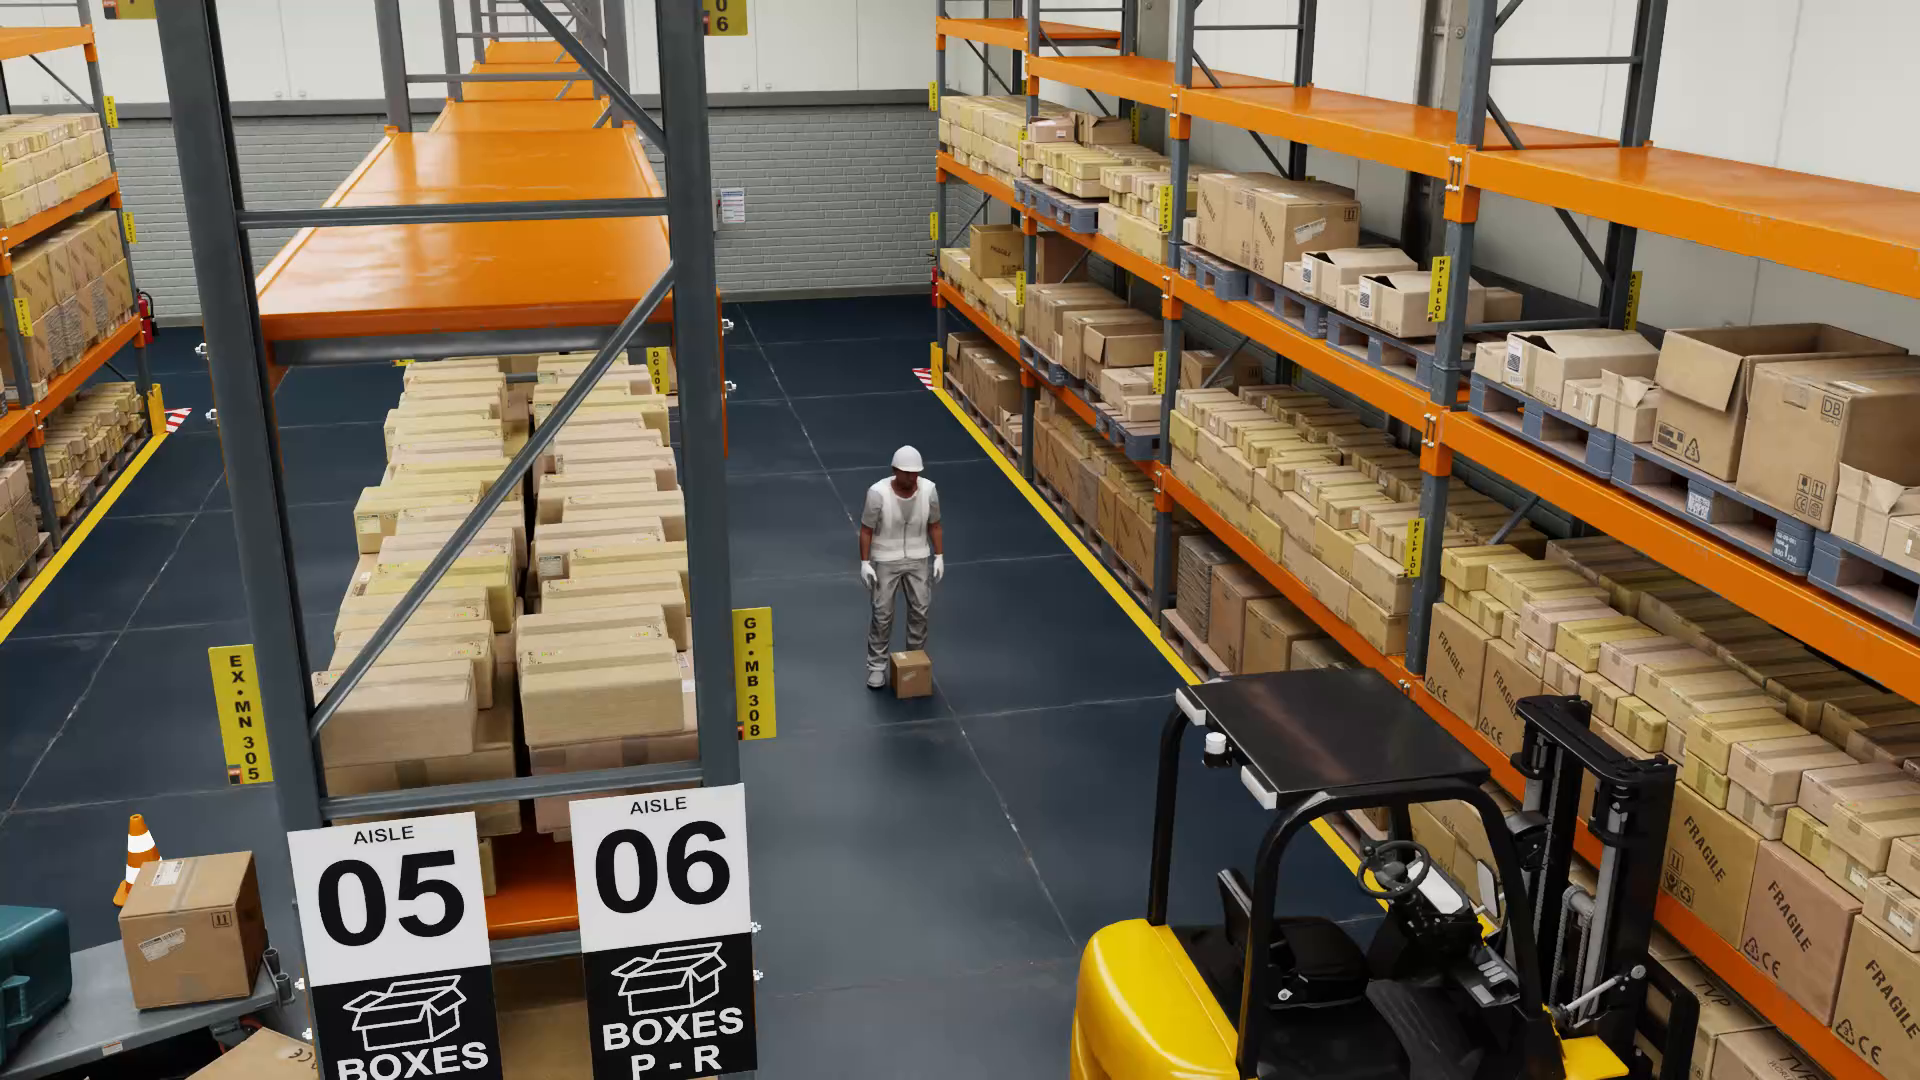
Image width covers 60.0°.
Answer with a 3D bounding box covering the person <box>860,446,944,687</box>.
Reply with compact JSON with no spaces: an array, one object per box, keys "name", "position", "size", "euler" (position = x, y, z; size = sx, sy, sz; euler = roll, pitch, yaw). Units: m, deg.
[{"name":"person","position":[-0.412,0.171,11.891],"size":[0.623,1.771,0.450],"euler":[-6,20,-16]}]
